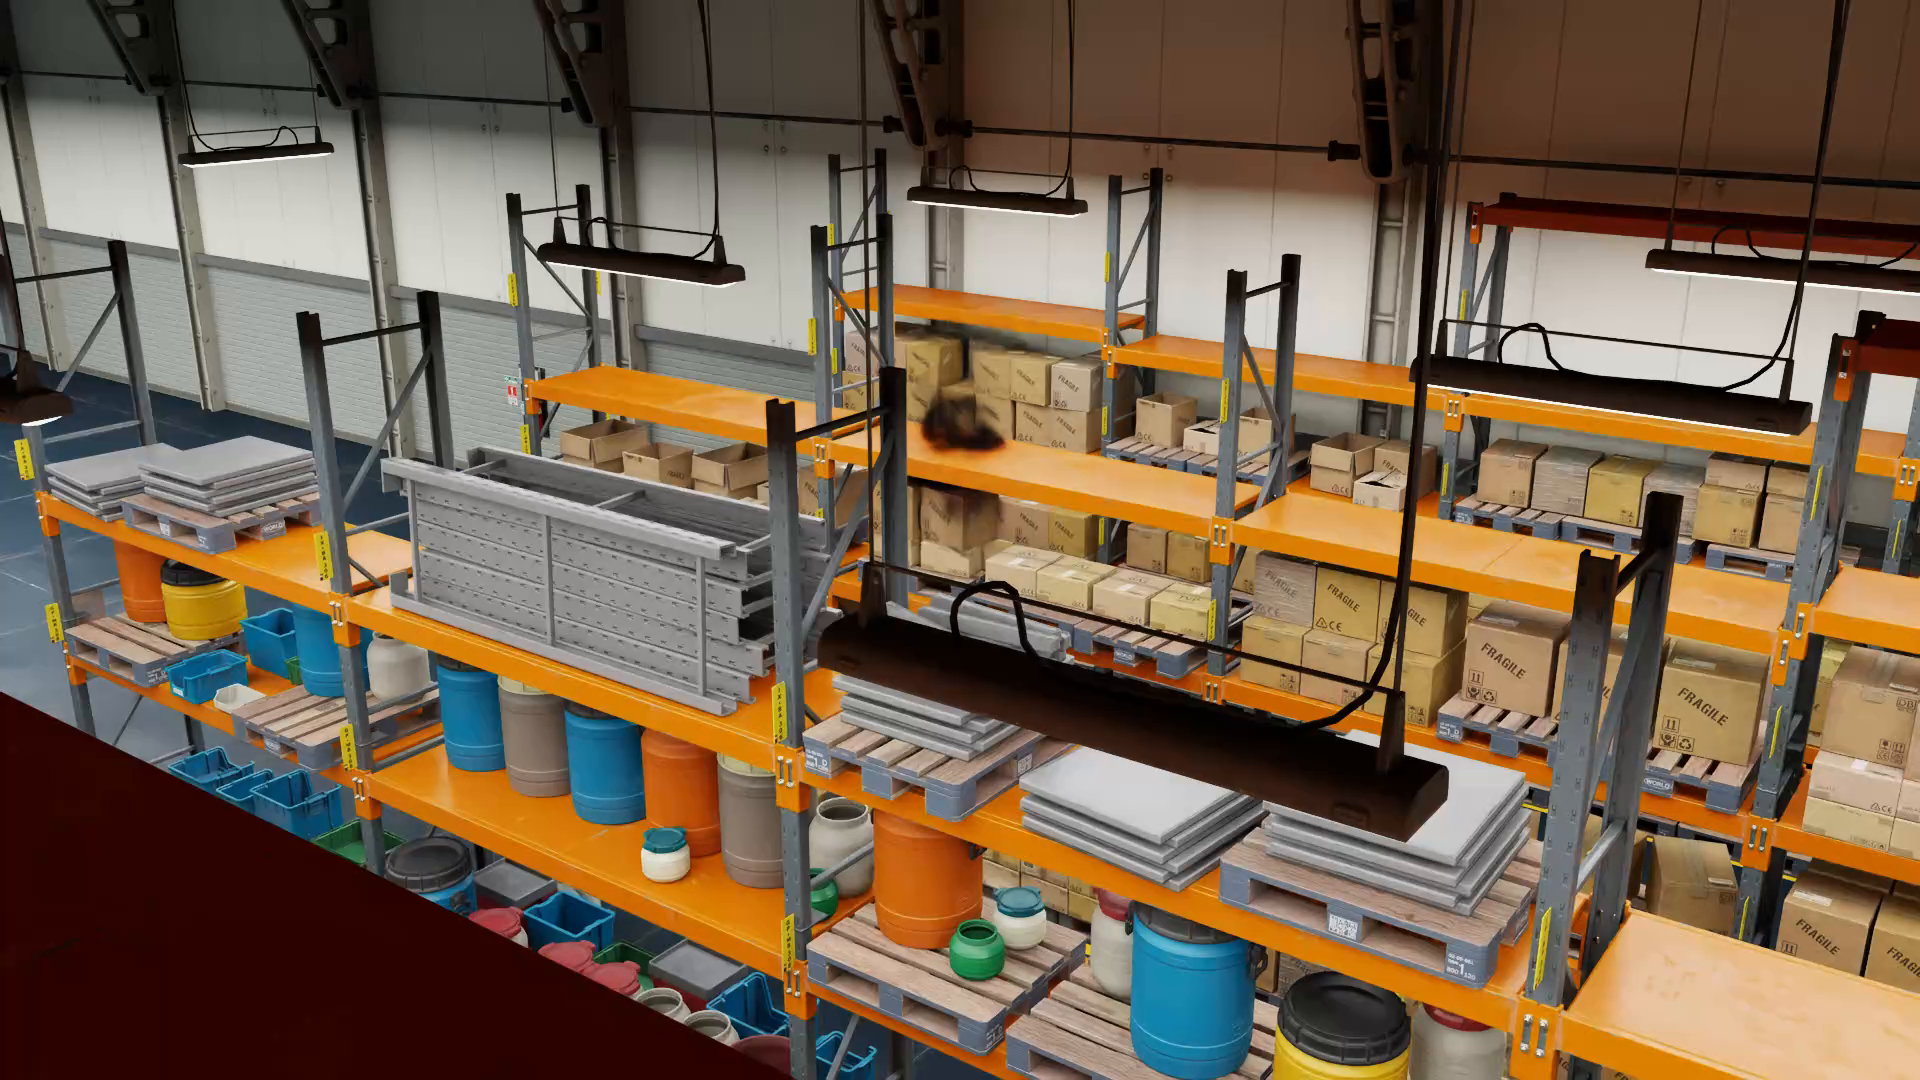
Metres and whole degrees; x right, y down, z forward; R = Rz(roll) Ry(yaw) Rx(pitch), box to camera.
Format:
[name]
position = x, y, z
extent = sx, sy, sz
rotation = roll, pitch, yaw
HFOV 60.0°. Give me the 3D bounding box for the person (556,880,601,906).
[person]
position = -3.374, 2.674, 14.497
extent = 0.569, 1.660, 0.597
rotation = 12, 22, 31
